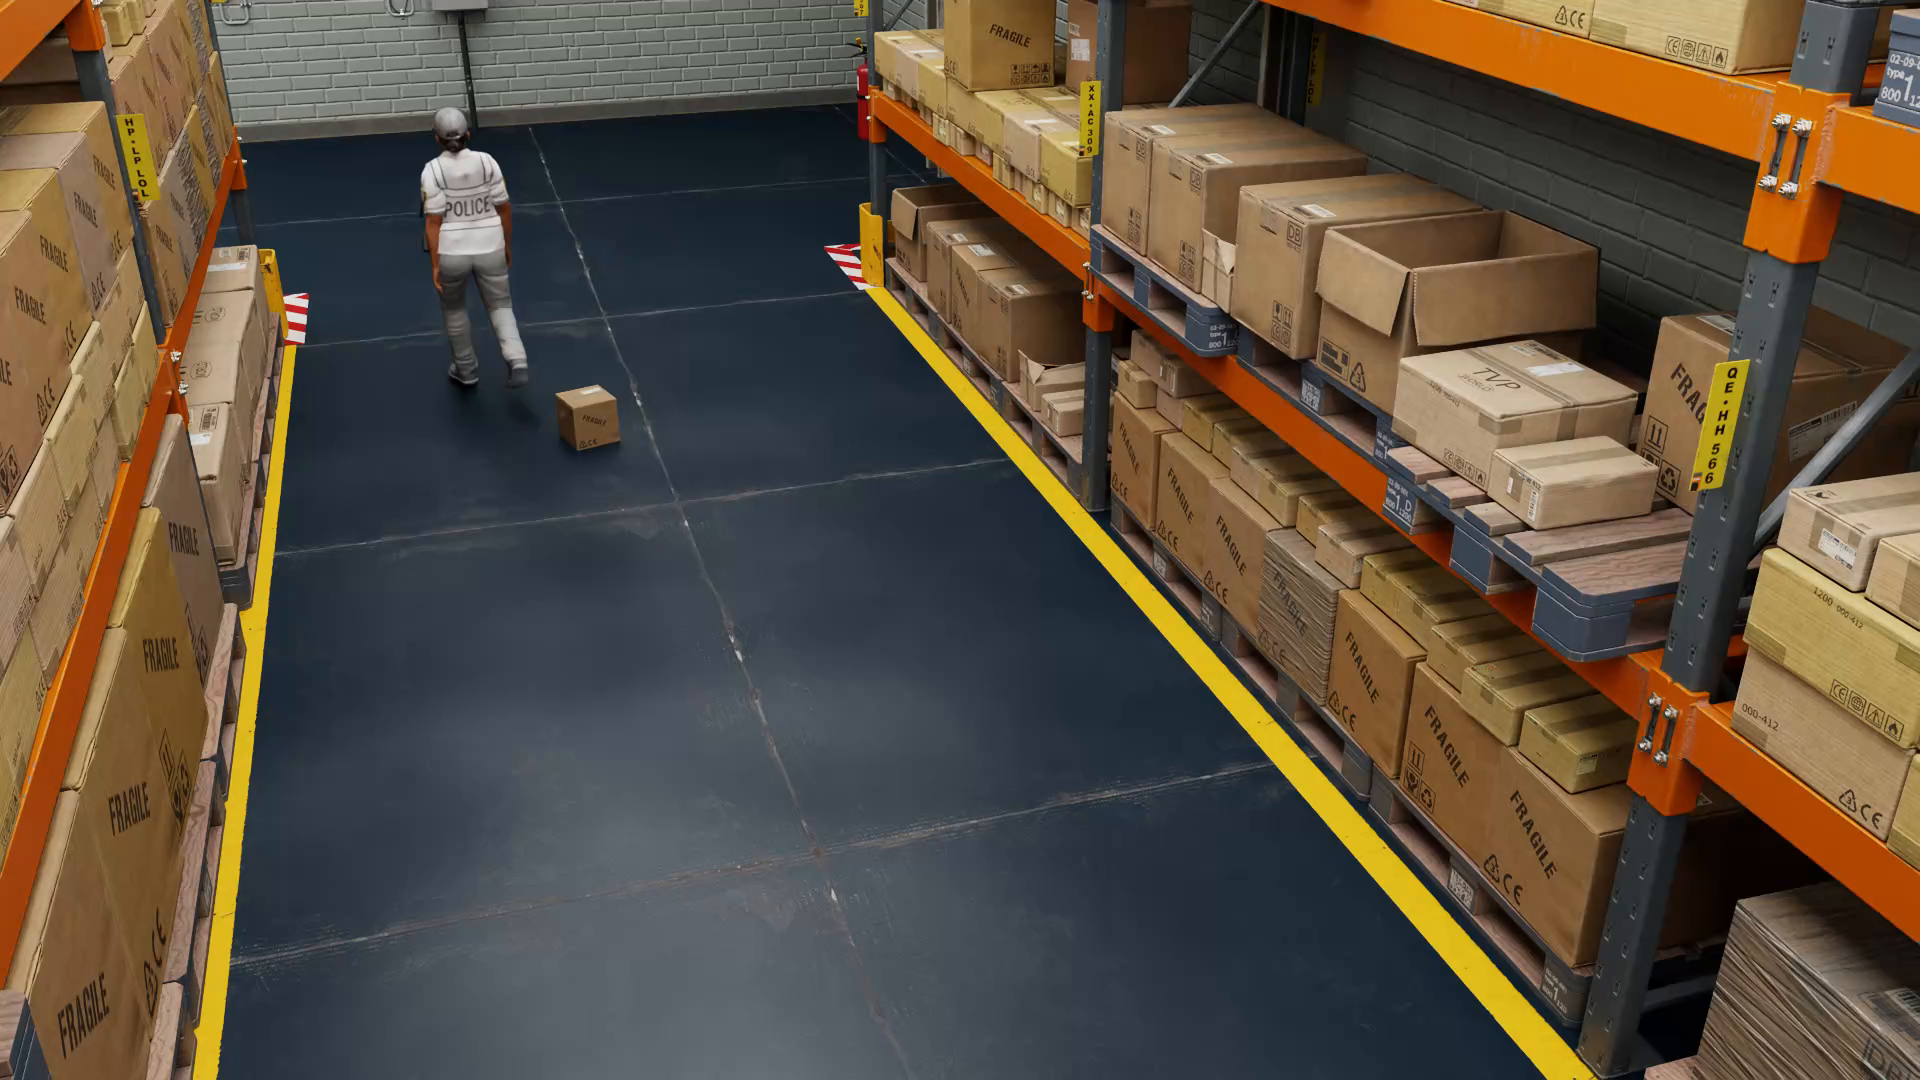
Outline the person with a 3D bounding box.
[{"bbox_3d":[-2.736,-1.604,9.313,0.500,1.627,0.828,-14,30,-26],"label":"person"}]
